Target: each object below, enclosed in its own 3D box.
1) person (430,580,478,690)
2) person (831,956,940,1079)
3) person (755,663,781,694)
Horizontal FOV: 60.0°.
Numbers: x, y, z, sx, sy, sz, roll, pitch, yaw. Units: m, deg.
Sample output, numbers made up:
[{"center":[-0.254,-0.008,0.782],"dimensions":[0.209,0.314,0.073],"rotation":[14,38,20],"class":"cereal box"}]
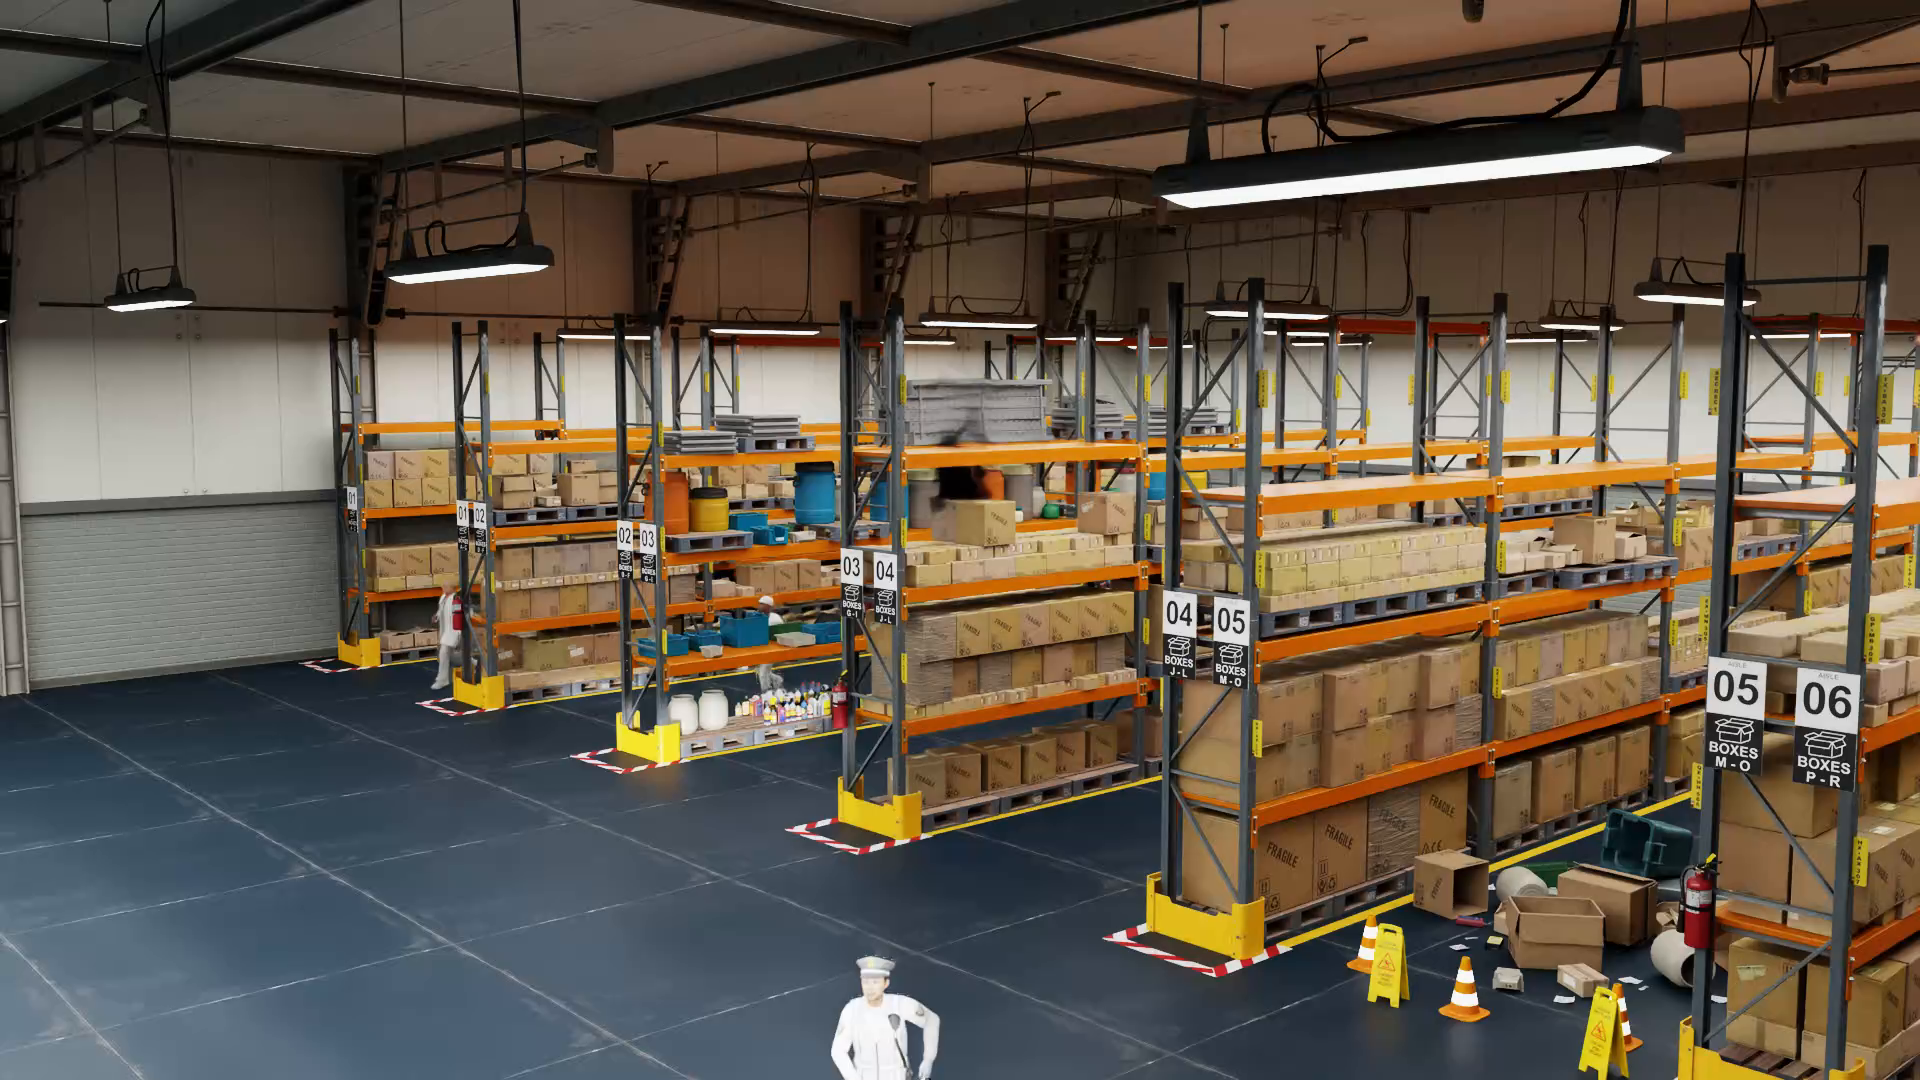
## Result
[{"center":[-8.474,1.555,27.767],"dimensions":[0.747,1.787,0.964],"rotation":[5,7,41],"class":"person"},{"center":[-0.467,3.342,10.185],"dimensions":[0.639,1.658,0.679],"rotation":[1,6,8],"class":"person"},{"center":[-2.970,2.078,26.162],"dimensions":[0.542,0.907,0.398],"rotation":[-5,8,-44],"class":"person"}]
